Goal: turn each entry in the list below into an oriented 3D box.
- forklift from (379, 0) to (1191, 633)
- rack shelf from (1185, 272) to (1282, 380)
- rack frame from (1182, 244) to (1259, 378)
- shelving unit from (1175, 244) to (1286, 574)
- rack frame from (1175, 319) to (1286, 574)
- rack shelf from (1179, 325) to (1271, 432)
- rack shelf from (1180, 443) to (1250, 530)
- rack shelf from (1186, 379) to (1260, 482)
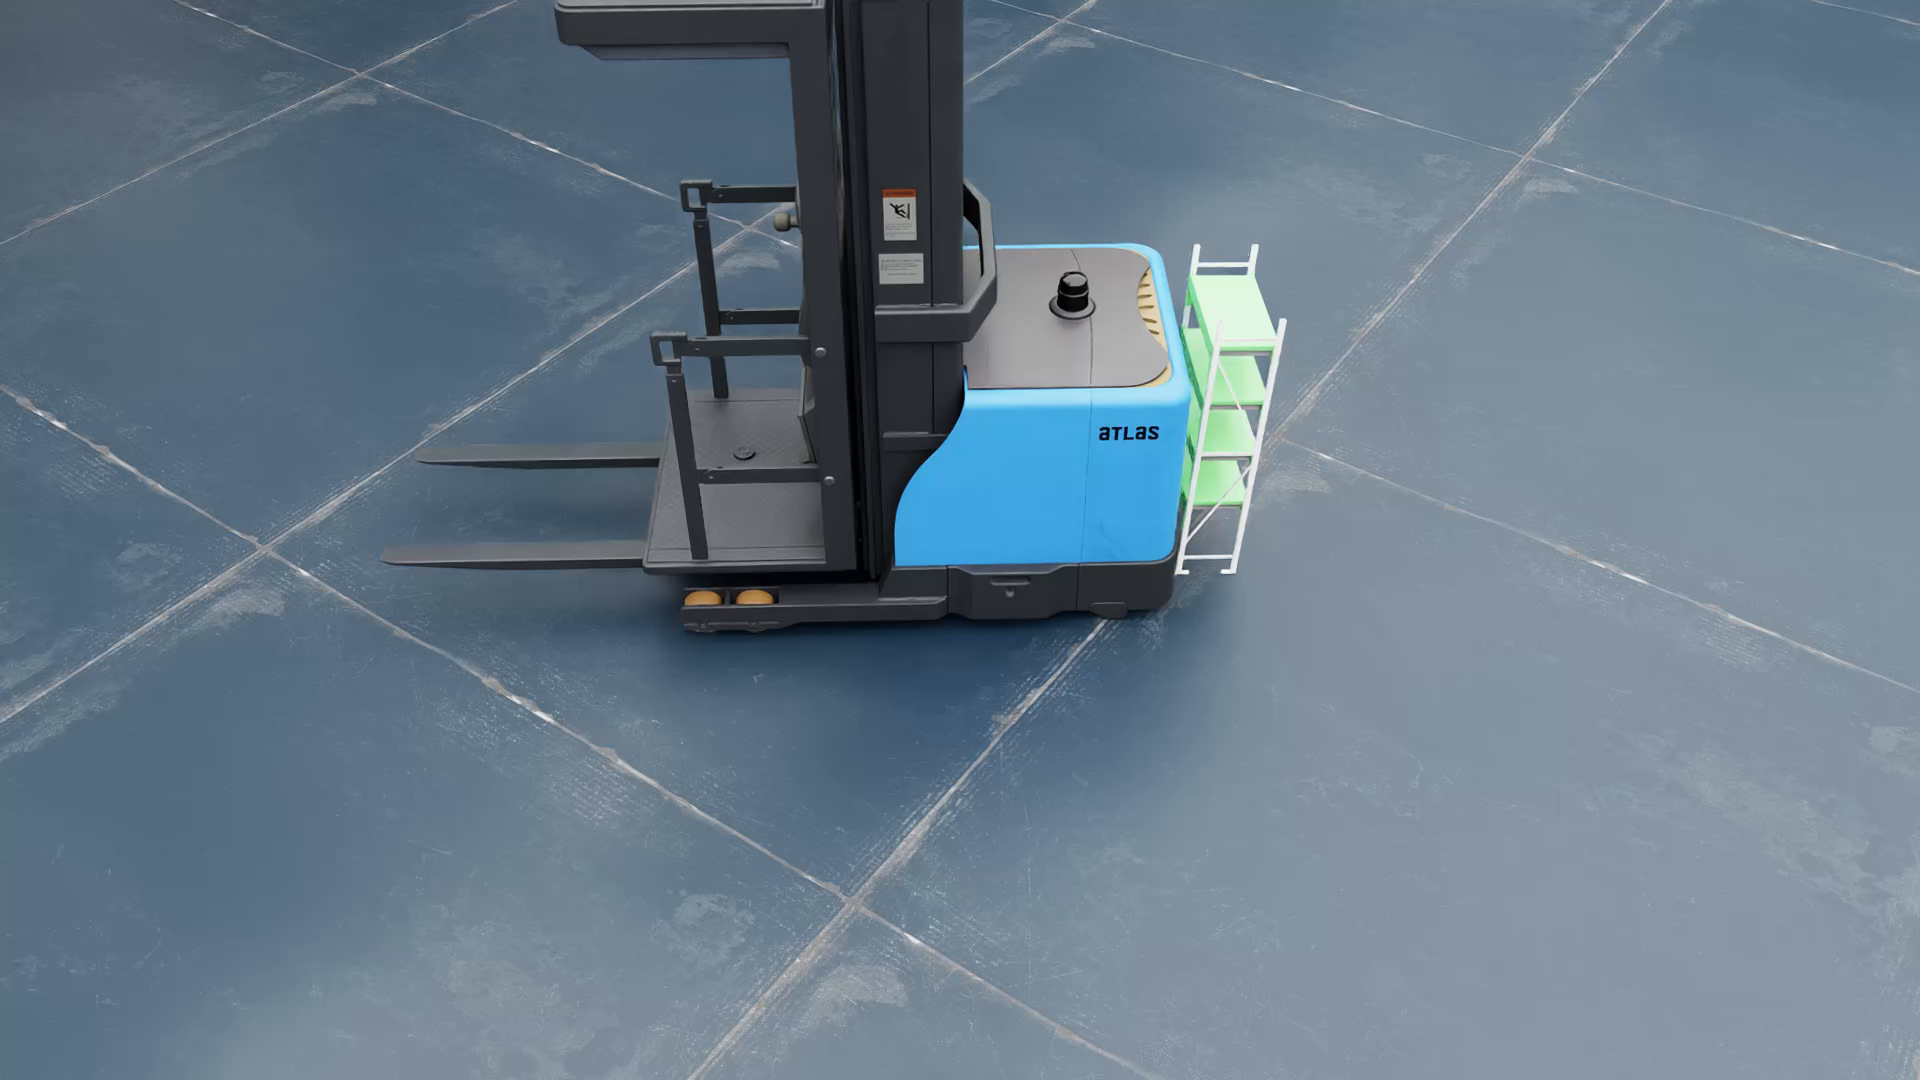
[{"bbox_3d":[-0.707,-1.097,5.778,3.031,2.935,1.130,-1,42,-1],"label":"forklift"},{"bbox_3d":[0.996,-0.792,6.104,0.258,0.148,0.480,-1,42,-4],"label":"rack shelf"},{"bbox_3d":[0.964,-0.644,6.562,0.240,1.200,0.015,-1,42,-4],"label":"rack frame"},{"bbox_3d":[0.980,-0.481,6.380,0.258,1.200,0.503,-1,42,-4],"label":"shelving unit"},{"bbox_3d":[0.996,-0.319,6.199,0.240,1.200,0.015,-1,42,-4],"label":"rack frame"},{"bbox_3d":[0.987,-0.613,6.263,0.258,0.148,0.480,-1,42,-4],"label":"rack shelf"},{"bbox_3d":[0.968,-0.255,6.582,0.258,0.148,0.480,-1,42,-4],"label":"rack shelf"},{"bbox_3d":[0.978,-0.434,6.423,0.258,0.148,0.480,-1,42,-4],"label":"rack shelf"}]
